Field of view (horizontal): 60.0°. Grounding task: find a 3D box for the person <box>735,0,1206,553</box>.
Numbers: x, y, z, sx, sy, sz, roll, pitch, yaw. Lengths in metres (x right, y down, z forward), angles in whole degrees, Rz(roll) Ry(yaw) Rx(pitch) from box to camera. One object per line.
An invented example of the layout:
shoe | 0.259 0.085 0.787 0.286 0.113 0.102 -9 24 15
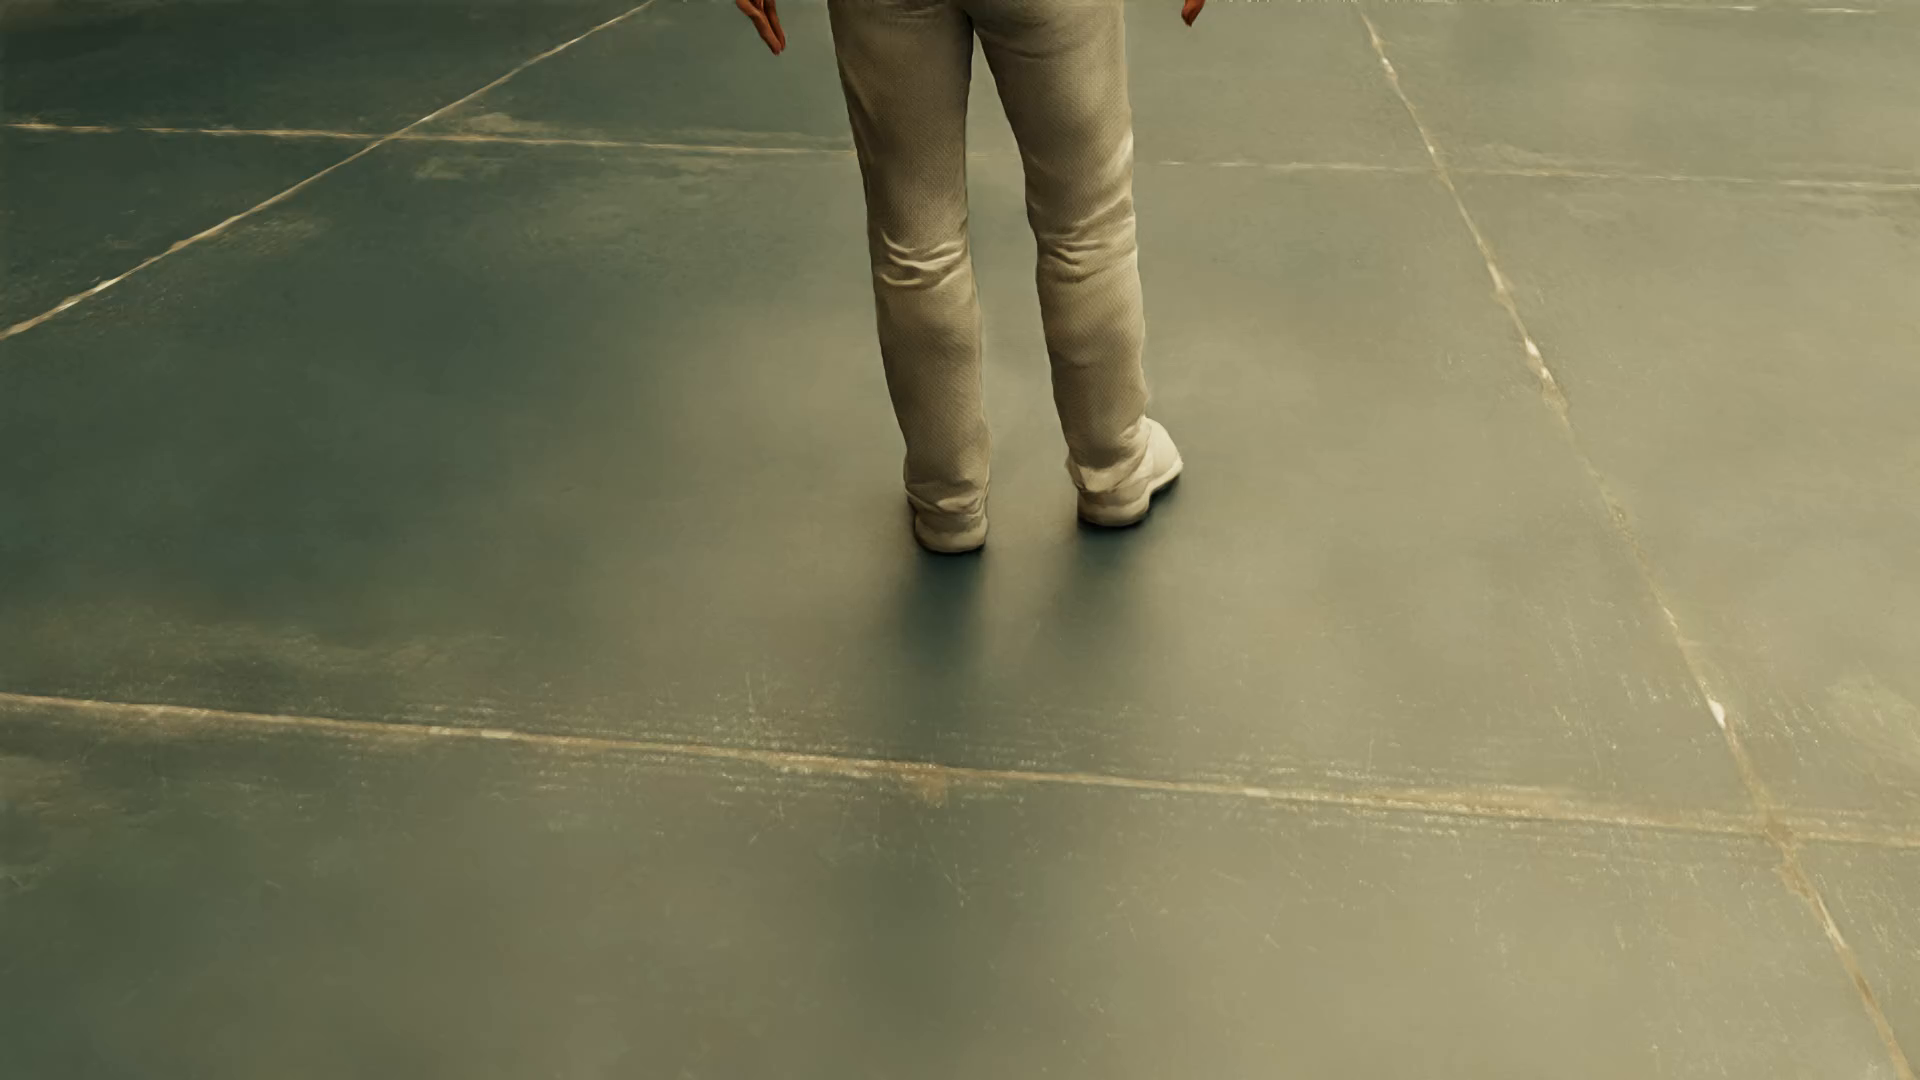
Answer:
person | 0.015 -0.827 2.164 0.665 1.766 0.576 3 27 7
